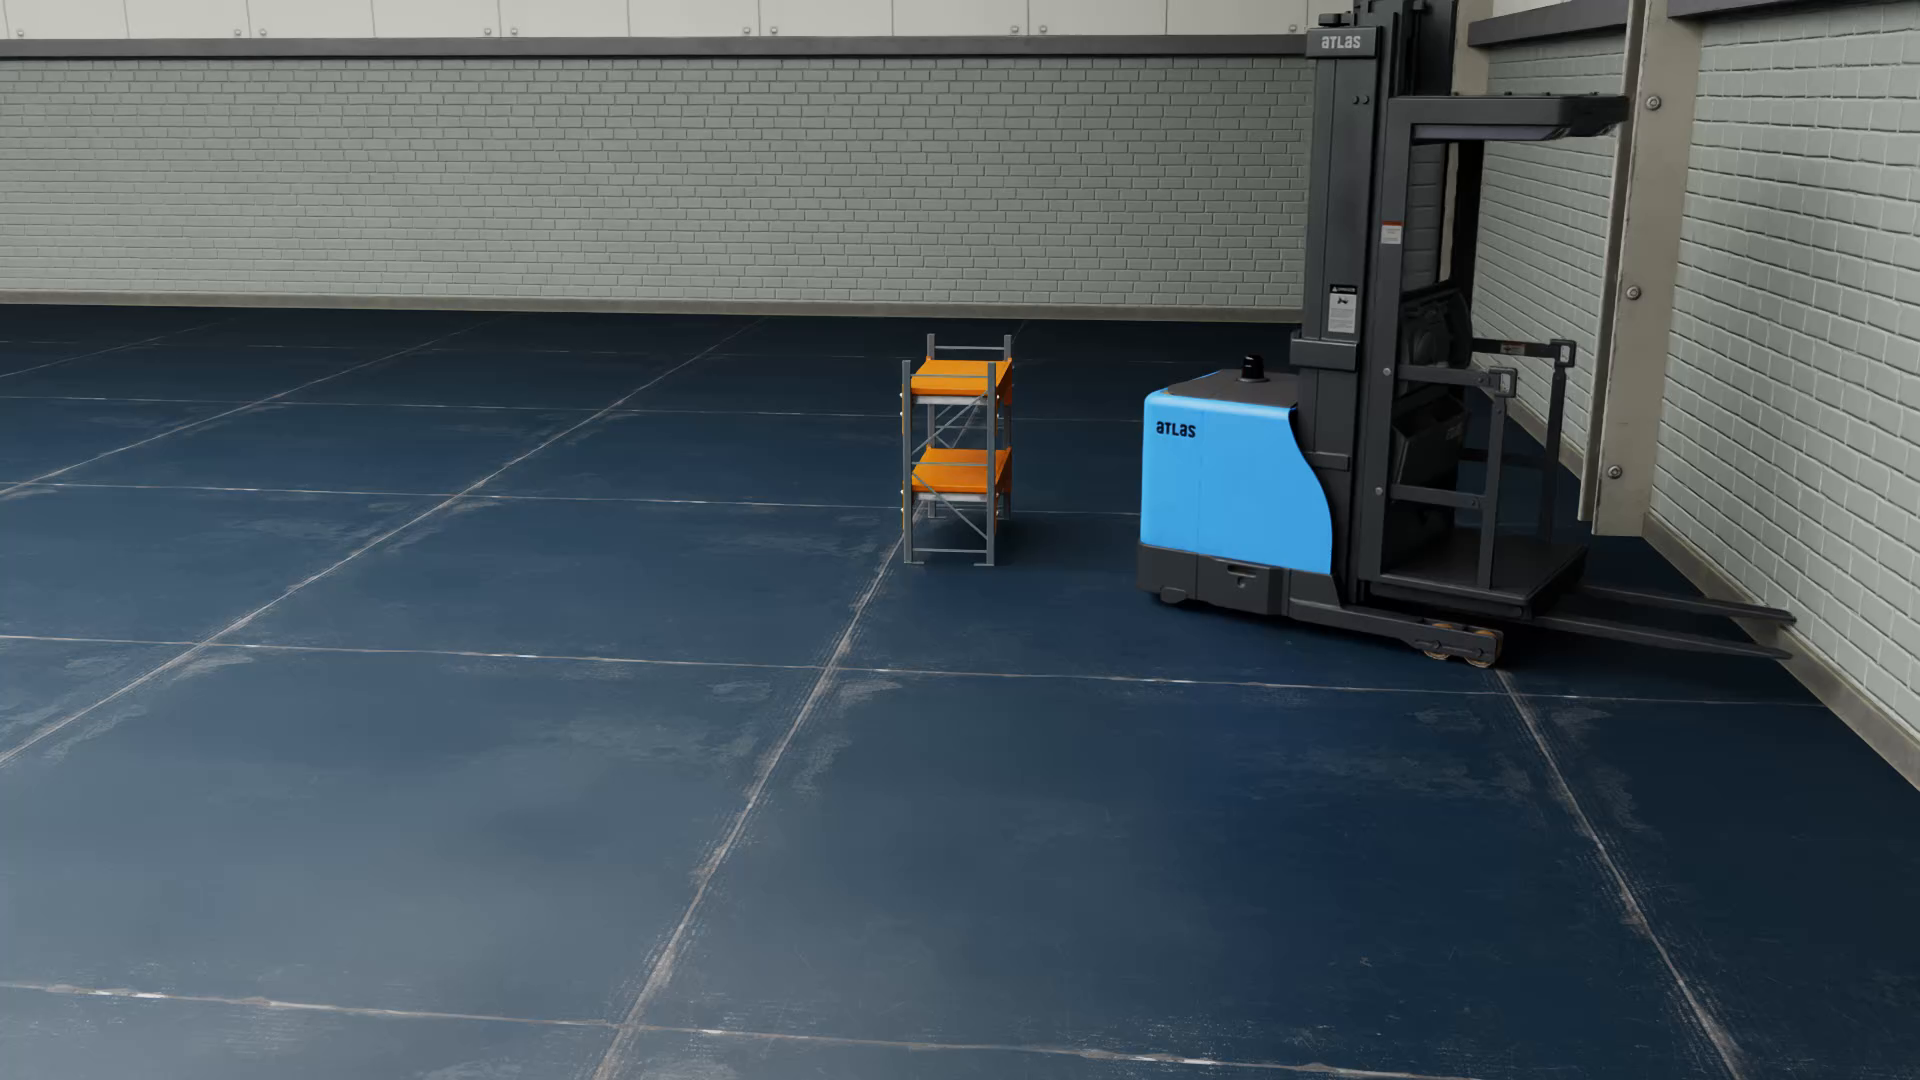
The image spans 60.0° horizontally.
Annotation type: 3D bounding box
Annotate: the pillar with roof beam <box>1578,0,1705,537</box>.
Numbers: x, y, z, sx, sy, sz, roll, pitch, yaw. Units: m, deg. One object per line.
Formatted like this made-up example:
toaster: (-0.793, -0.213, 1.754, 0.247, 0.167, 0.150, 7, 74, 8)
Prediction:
pillar with roof beam: (-0.379, -4.546, 9.236, 9.100, 9.000, 0.400, 2, 15, 6)

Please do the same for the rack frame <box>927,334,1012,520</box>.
rack frame: (0.057, -0.673, 9.996, 0.500, 1.125, 0.032, 2, 15, 6)

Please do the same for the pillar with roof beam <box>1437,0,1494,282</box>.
pillar with roof beam: (0.298, -6.103, 14.991, 9.100, 9.000, 0.400, 2, 15, 6)

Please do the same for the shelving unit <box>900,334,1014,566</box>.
shelving unit: (-0.001, -0.541, 9.509, 0.538, 1.125, 1.048, 2, 15, 6)

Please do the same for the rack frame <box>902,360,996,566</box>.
rack frame: (-0.058, -0.409, 9.021, 0.500, 1.125, 0.032, 2, 15, 6)

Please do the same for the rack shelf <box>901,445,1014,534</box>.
rack shelf: (-0.001, -0.305, 9.573, 0.538, 0.278, 1.000, 2, 15, 6)

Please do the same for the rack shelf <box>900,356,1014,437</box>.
rack shelf: (-0.001, -0.824, 9.432, 0.538, 0.278, 1.000, 2, 15, 6)

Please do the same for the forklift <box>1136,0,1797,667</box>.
forklift: (2.411, -0.996, 7.729, 3.031, 2.935, 1.130, 10, 18, 32)
